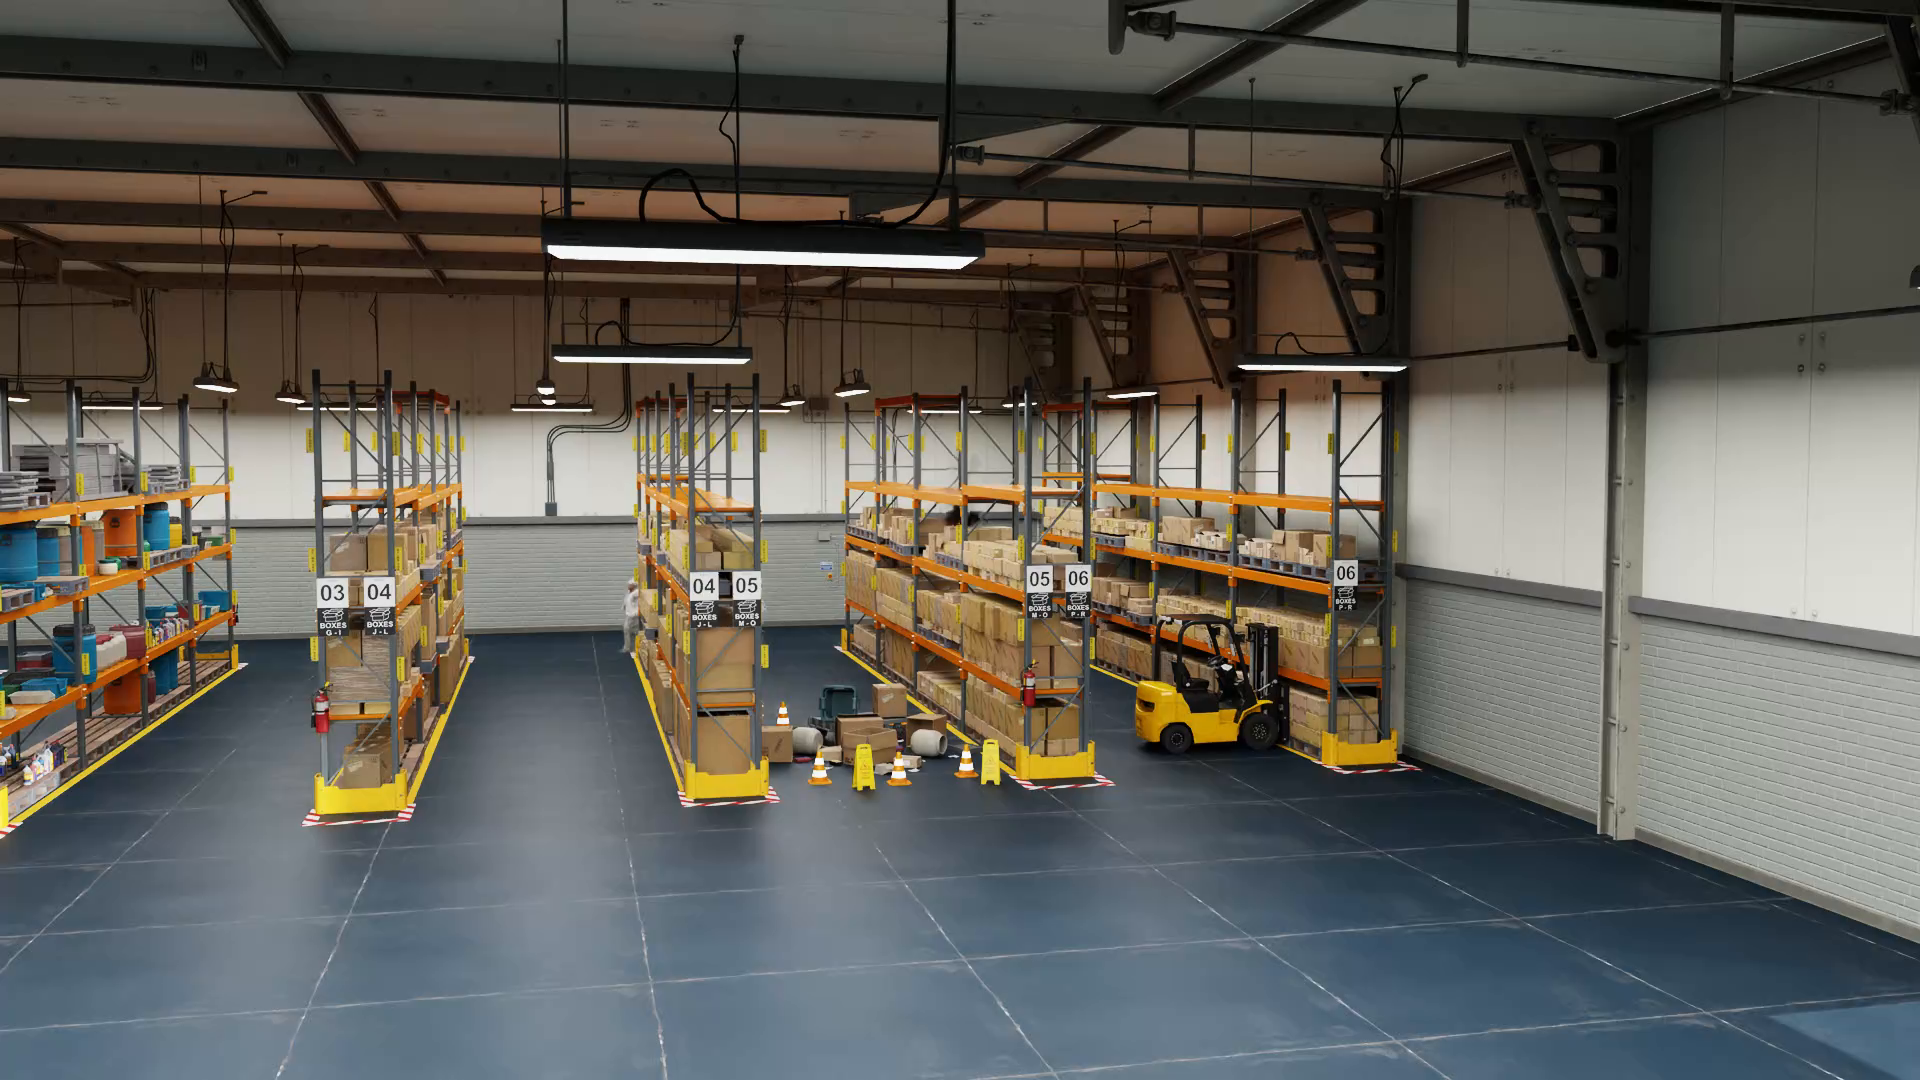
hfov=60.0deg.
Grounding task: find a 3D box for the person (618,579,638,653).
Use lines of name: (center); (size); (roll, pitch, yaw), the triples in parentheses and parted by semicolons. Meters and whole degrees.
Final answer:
person: (-7.841, 1.821, 40.068); (0.807, 1.791, 0.745); (-2, 4, -33)
